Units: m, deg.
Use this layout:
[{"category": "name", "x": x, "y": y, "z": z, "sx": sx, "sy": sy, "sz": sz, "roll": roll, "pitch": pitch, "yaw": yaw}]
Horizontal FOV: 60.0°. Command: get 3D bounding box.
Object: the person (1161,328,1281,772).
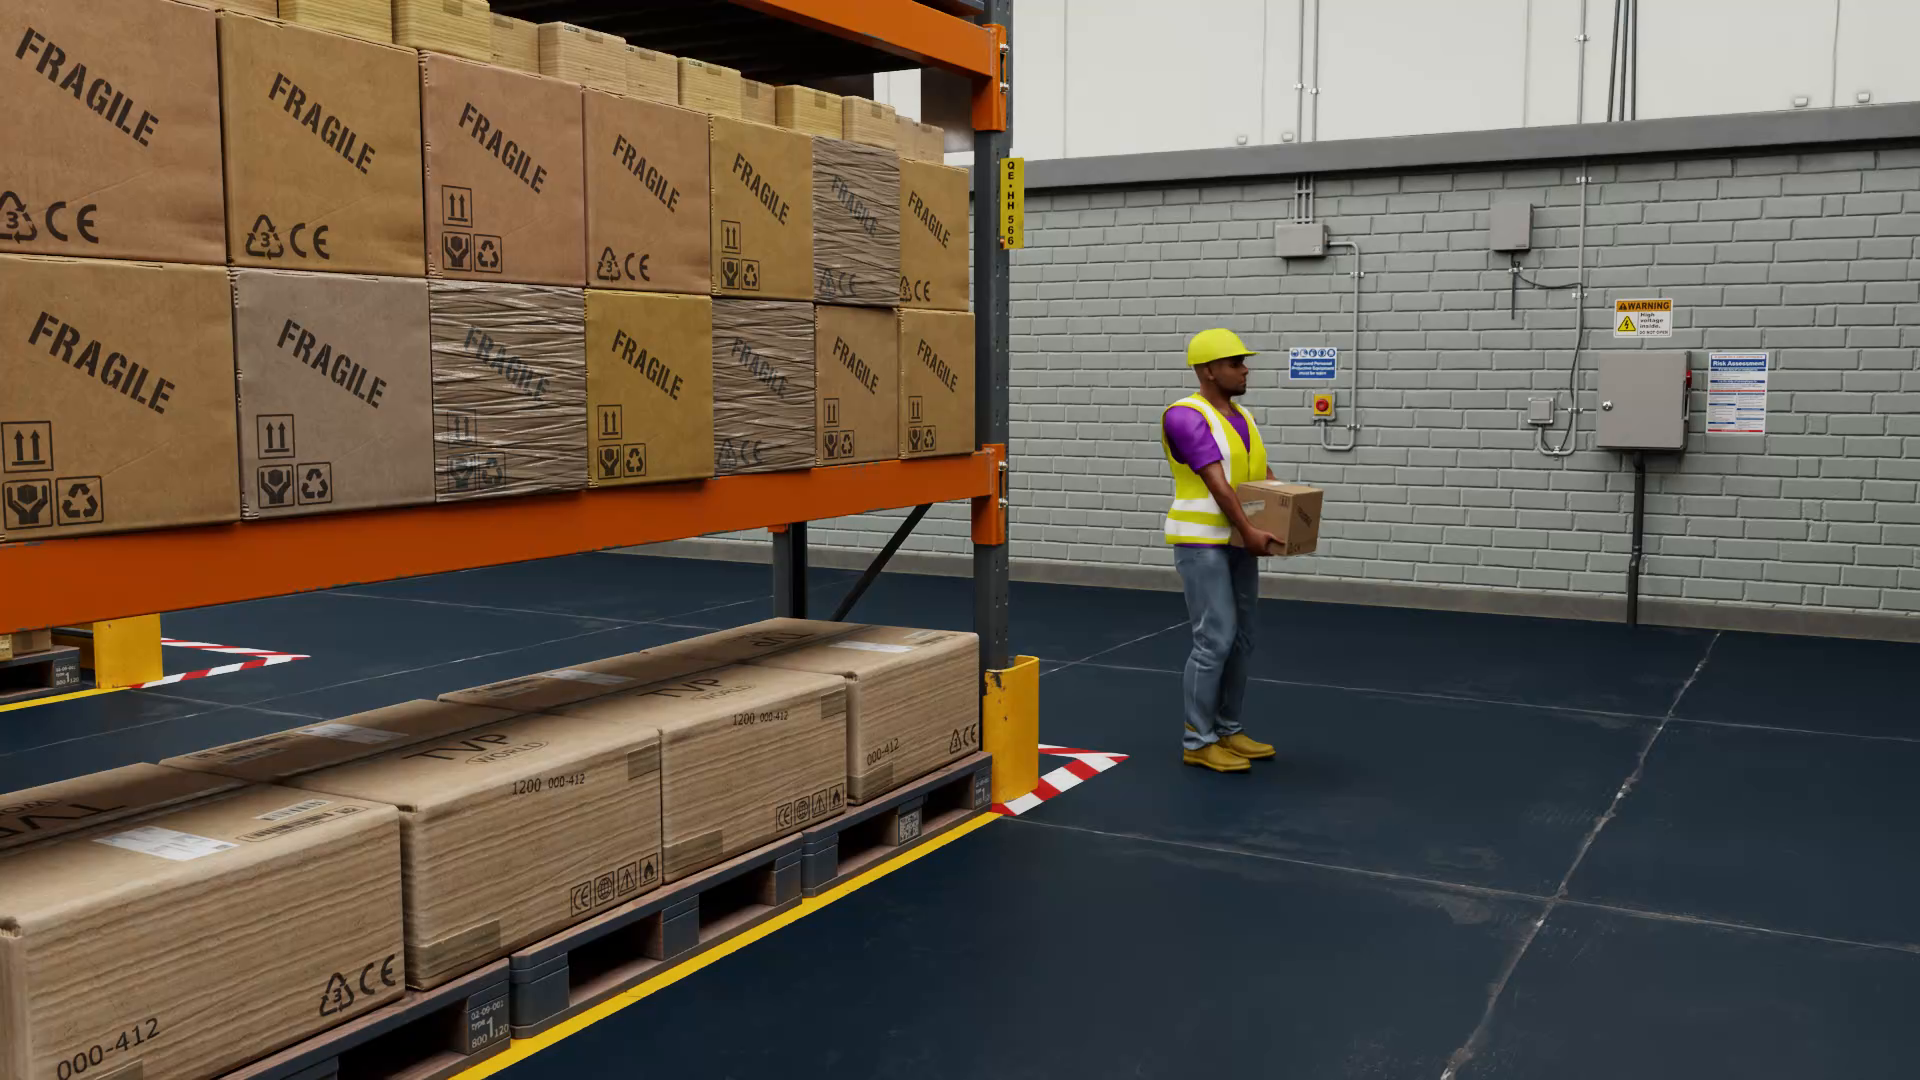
[{"category": "person", "x": 1.049, "y": 0.028, "z": 6.779, "sx": 0.419, "sy": 1.762, "sz": 0.586, "roll": 5, "pitch": 8, "yaw": 38}]
